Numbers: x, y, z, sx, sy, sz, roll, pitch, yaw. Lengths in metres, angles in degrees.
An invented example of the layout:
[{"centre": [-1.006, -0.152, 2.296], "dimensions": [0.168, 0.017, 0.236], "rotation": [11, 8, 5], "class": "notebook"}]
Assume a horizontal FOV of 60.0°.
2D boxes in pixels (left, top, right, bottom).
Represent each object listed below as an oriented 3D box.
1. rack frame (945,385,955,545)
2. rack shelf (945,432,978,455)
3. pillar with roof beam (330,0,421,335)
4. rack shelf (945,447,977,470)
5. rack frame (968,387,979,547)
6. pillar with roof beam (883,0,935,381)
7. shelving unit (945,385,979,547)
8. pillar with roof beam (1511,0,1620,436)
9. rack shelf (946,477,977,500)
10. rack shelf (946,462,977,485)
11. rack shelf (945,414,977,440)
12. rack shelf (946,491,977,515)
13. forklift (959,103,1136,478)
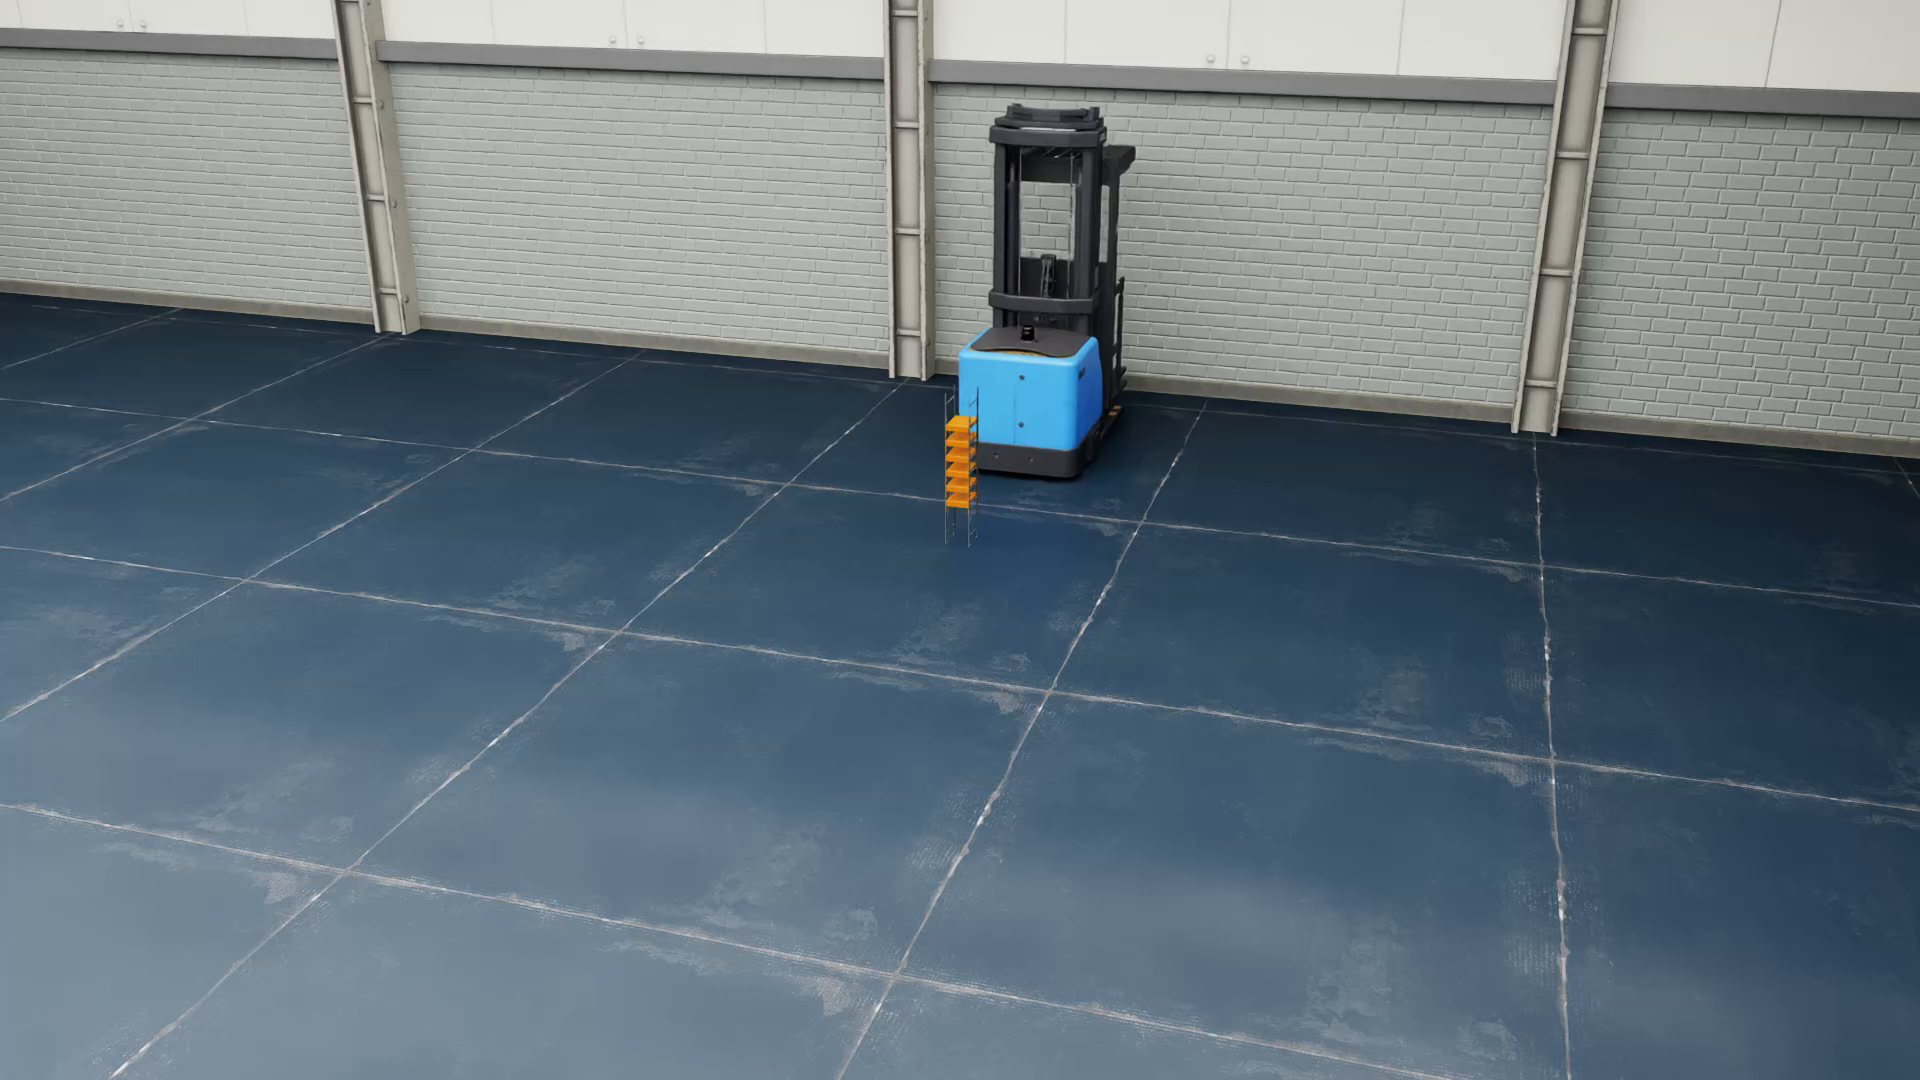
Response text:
[{"centre": [-0.074, -0.564, 12.563], "dimensions": [0.006, 1.200, 0.240], "rotation": [7, 23, 16], "class": "rack frame"}, {"centre": [0.014, -0.734, 12.464], "dimensions": [0.180, 0.103, 0.258], "rotation": [7, 23, 16], "class": "rack shelf"}, {"centre": [-7.470, -4.931, 12.933], "dimensions": [0.400, 9.000, 9.100], "rotation": [7, 23, 16], "class": "pillar with roof beam"}, {"centre": [0.014, -0.623, 12.510], "dimensions": [0.180, 0.103, 0.258], "rotation": [7, 23, 16], "class": "rack shelf"}, {"centre": [0.101, -0.543, 12.514], "dimensions": [0.006, 1.200, 0.240], "rotation": [7, 23, 16], "class": "rack frame"}, {"centre": [-1.726, -4.273, 11.330], "dimensions": [0.400, 9.000, 9.100], "rotation": [7, 23, 16], "class": "pillar with roof beam"}, {"centre": [0.014, -0.554, 12.538], "dimensions": [0.189, 1.200, 0.258], "rotation": [7, 23, 16], "class": "shelving unit"}, {"centre": [4.019, -3.615, 9.726], "dimensions": [0.400, 9.000, 9.100], "rotation": [7, 23, 16], "class": "pillar with roof beam"}, {"centre": [0.014, -0.401, 12.601], "dimensions": [0.180, 0.103, 0.258], "rotation": [7, 23, 16], "class": "rack shelf"}, {"centre": [0.014, -0.512, 12.555], "dimensions": [0.180, 0.103, 0.258], "rotation": [7, 23, 16], "class": "rack shelf"}, {"centre": [0.014, -0.845, 12.419], "dimensions": [0.180, 0.103, 0.258], "rotation": [7, 23, 16], "class": "rack shelf"}, {"centre": [0.014, -0.290, 12.646], "dimensions": [0.180, 0.103, 0.258], "rotation": [7, 23, 16], "class": "rack shelf"}, {"centre": [0.900, -2.405, 14.770], "dimensions": [1.130, 2.935, 3.031], "rotation": [7, 23, 16], "class": "forklift"}]
